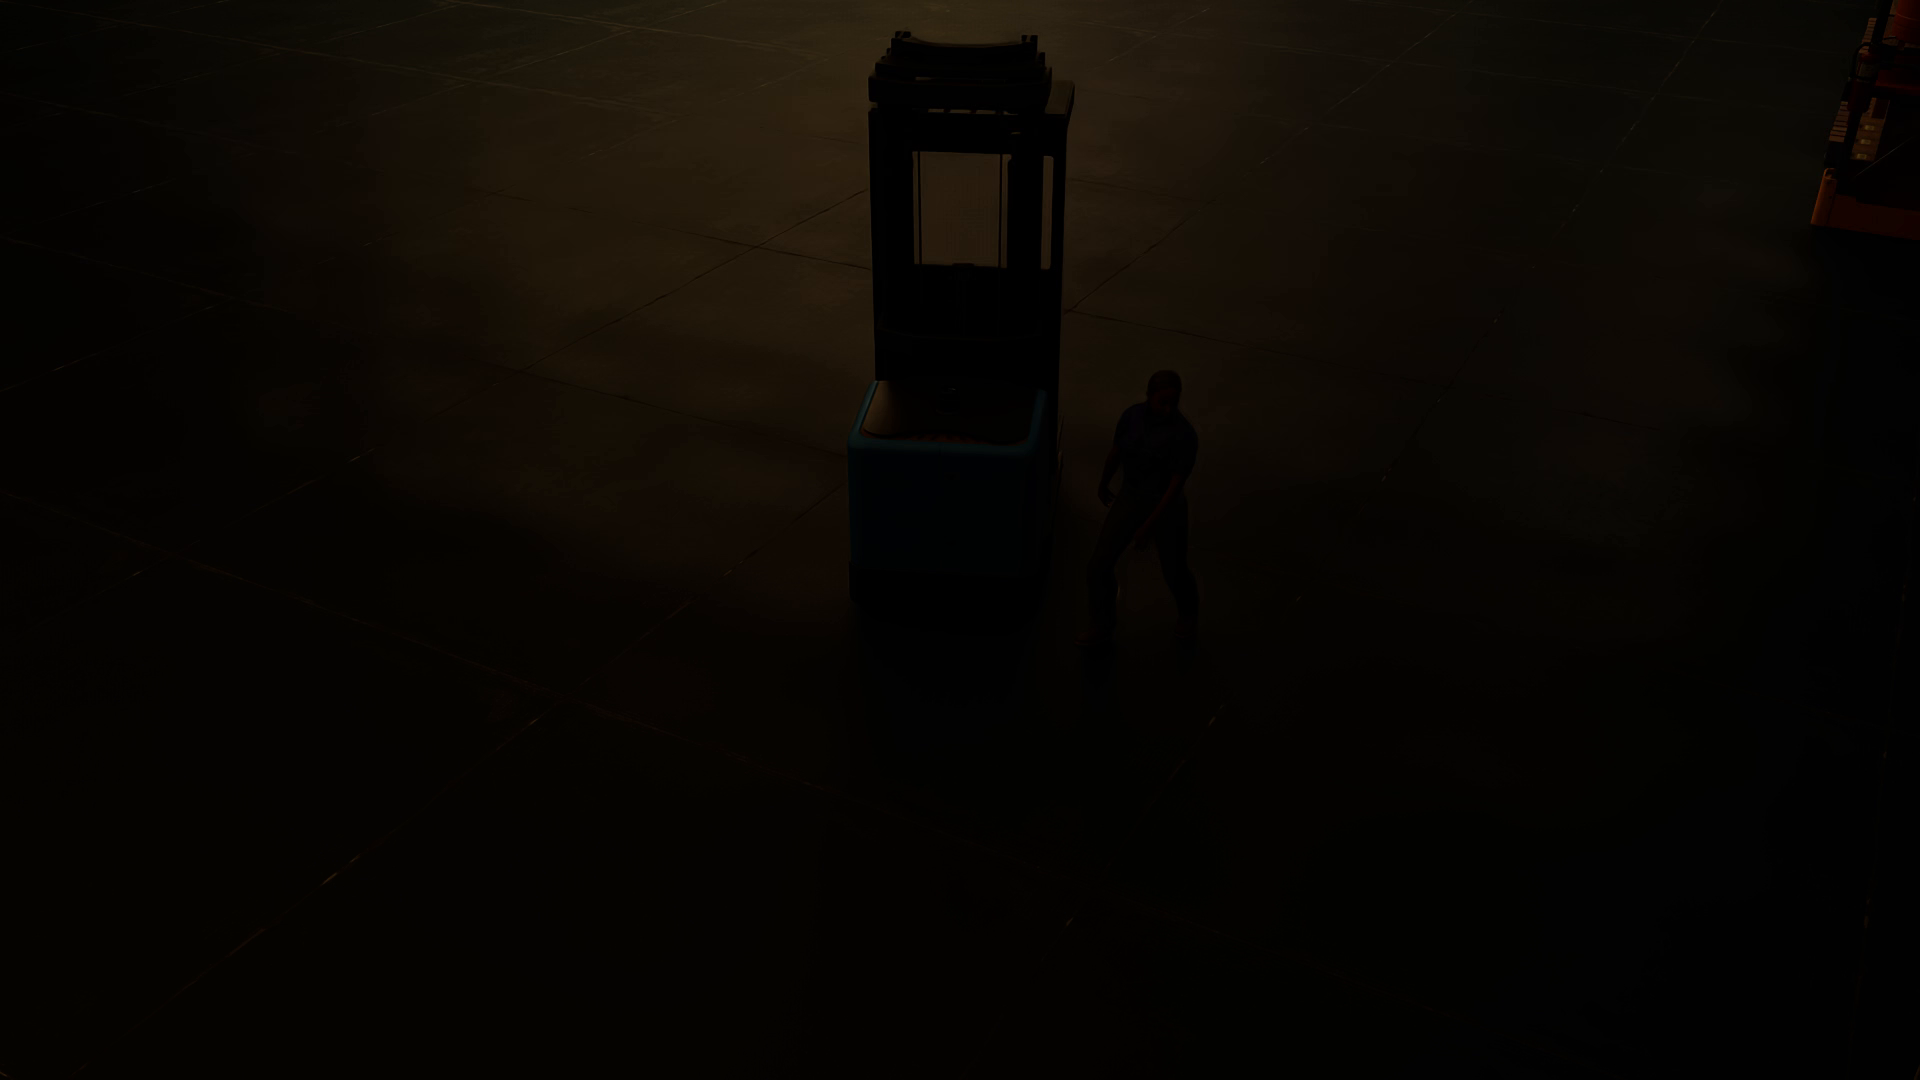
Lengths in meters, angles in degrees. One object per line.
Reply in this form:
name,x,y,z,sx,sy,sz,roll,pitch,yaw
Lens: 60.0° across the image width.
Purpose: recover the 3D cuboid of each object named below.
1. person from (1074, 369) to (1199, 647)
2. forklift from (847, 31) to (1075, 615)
person,0.936,-0.175,8.725,0.606,1.594,0.743,18,35,29
forklift,0.072,-1.572,9.794,1.130,2.935,3.031,3,30,6
